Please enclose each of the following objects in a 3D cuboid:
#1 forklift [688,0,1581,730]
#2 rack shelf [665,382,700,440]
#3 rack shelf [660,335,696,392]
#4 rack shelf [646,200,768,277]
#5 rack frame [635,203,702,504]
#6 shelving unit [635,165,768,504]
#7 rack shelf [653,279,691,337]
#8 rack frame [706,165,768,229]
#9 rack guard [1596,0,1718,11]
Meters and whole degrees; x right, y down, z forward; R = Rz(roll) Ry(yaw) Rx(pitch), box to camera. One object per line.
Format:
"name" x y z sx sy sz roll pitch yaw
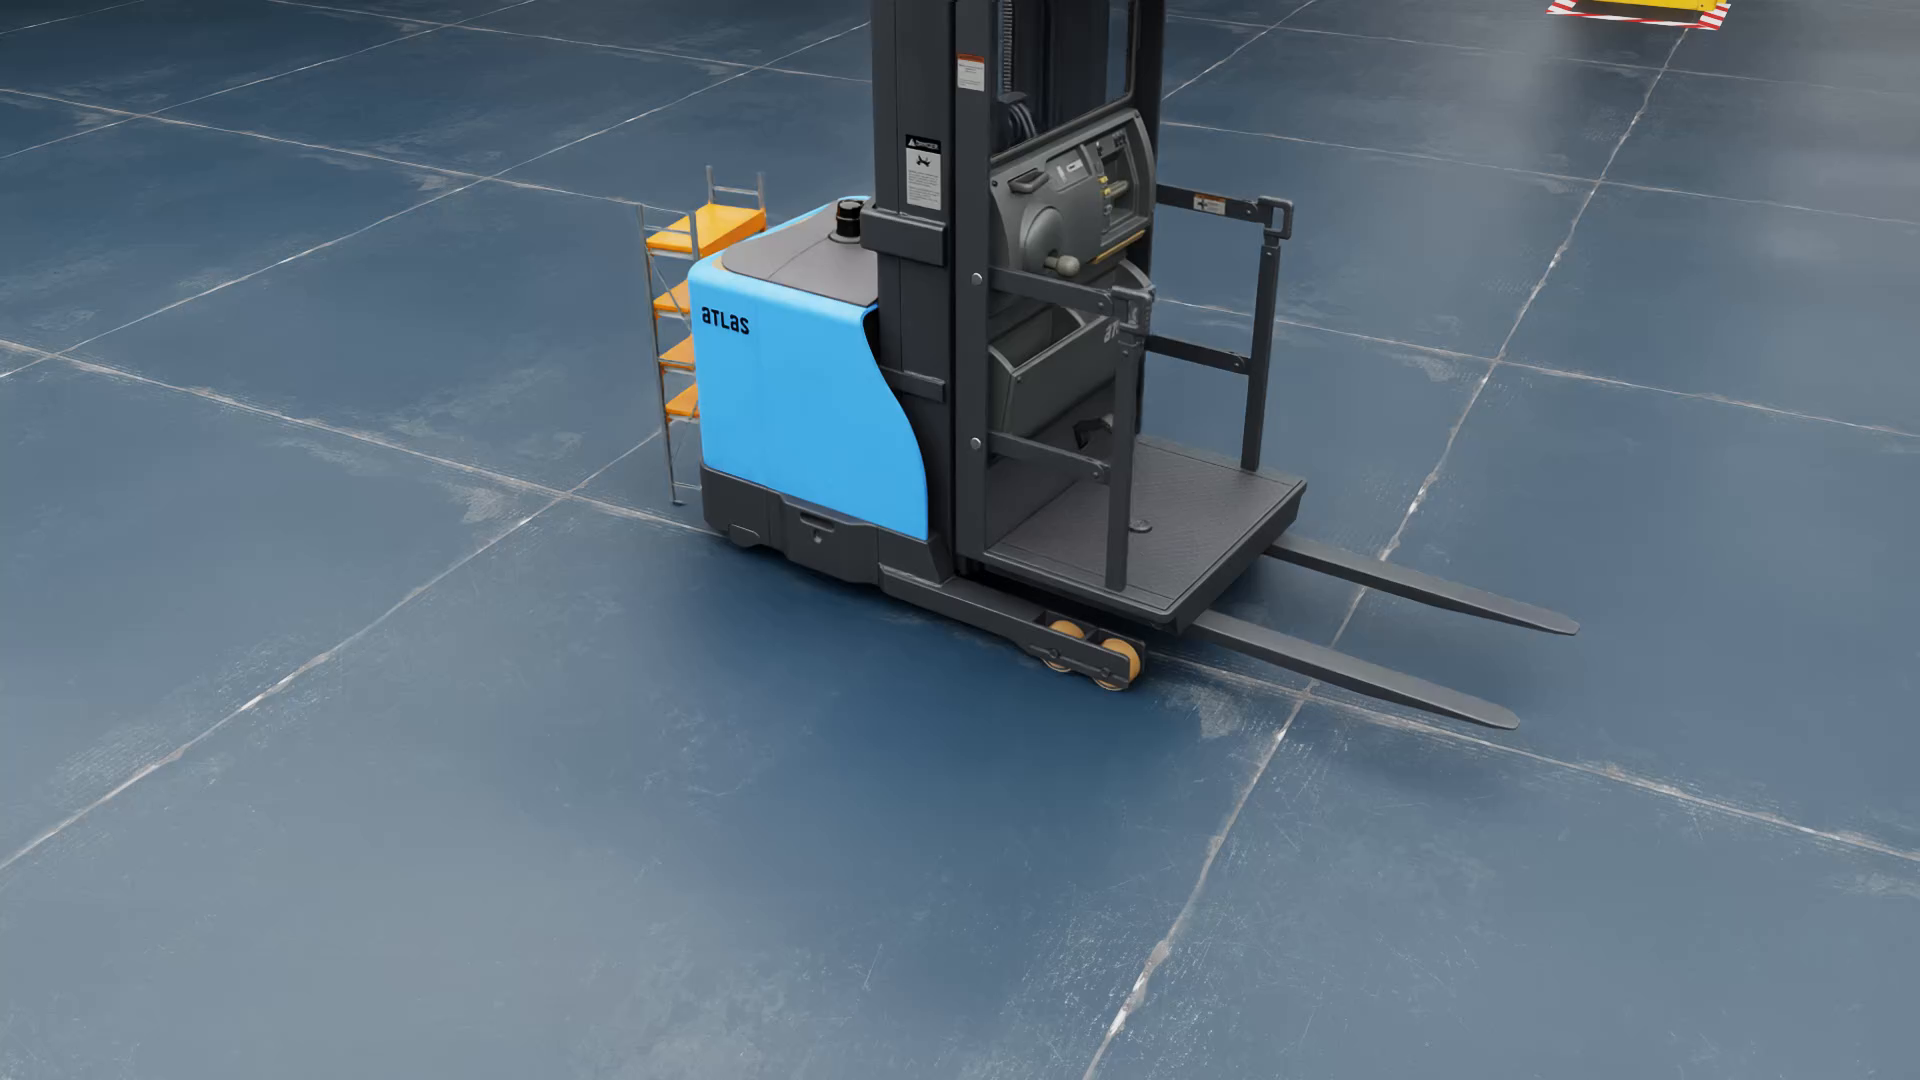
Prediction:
"forklift" 0.545 -1.084 5.194 3.031 2.935 1.130 18 35 29
"rack shelf" -0.933 -0.533 6.502 0.258 0.148 0.480 11 32 21
"rack shelf" -0.936 -0.706 6.405 0.258 0.148 0.480 11 32 21
"rack shelf" -0.944 -1.107 6.178 0.258 0.148 0.480 11 32 21
"rack frame" -1.033 -0.653 6.177 0.240 1.200 0.015 11 32 21
"shelving unit" -0.937 -0.765 6.371 0.258 1.200 0.503 11 32 21
"rack shelf" -0.940 -0.901 6.295 0.258 0.148 0.480 11 32 21
"rack frame" -0.841 -0.876 6.566 0.240 1.200 0.015 11 32 21
"rack guard" 5.890 -4.866 14.222 1.175 0.500 0.348 14 33 23
